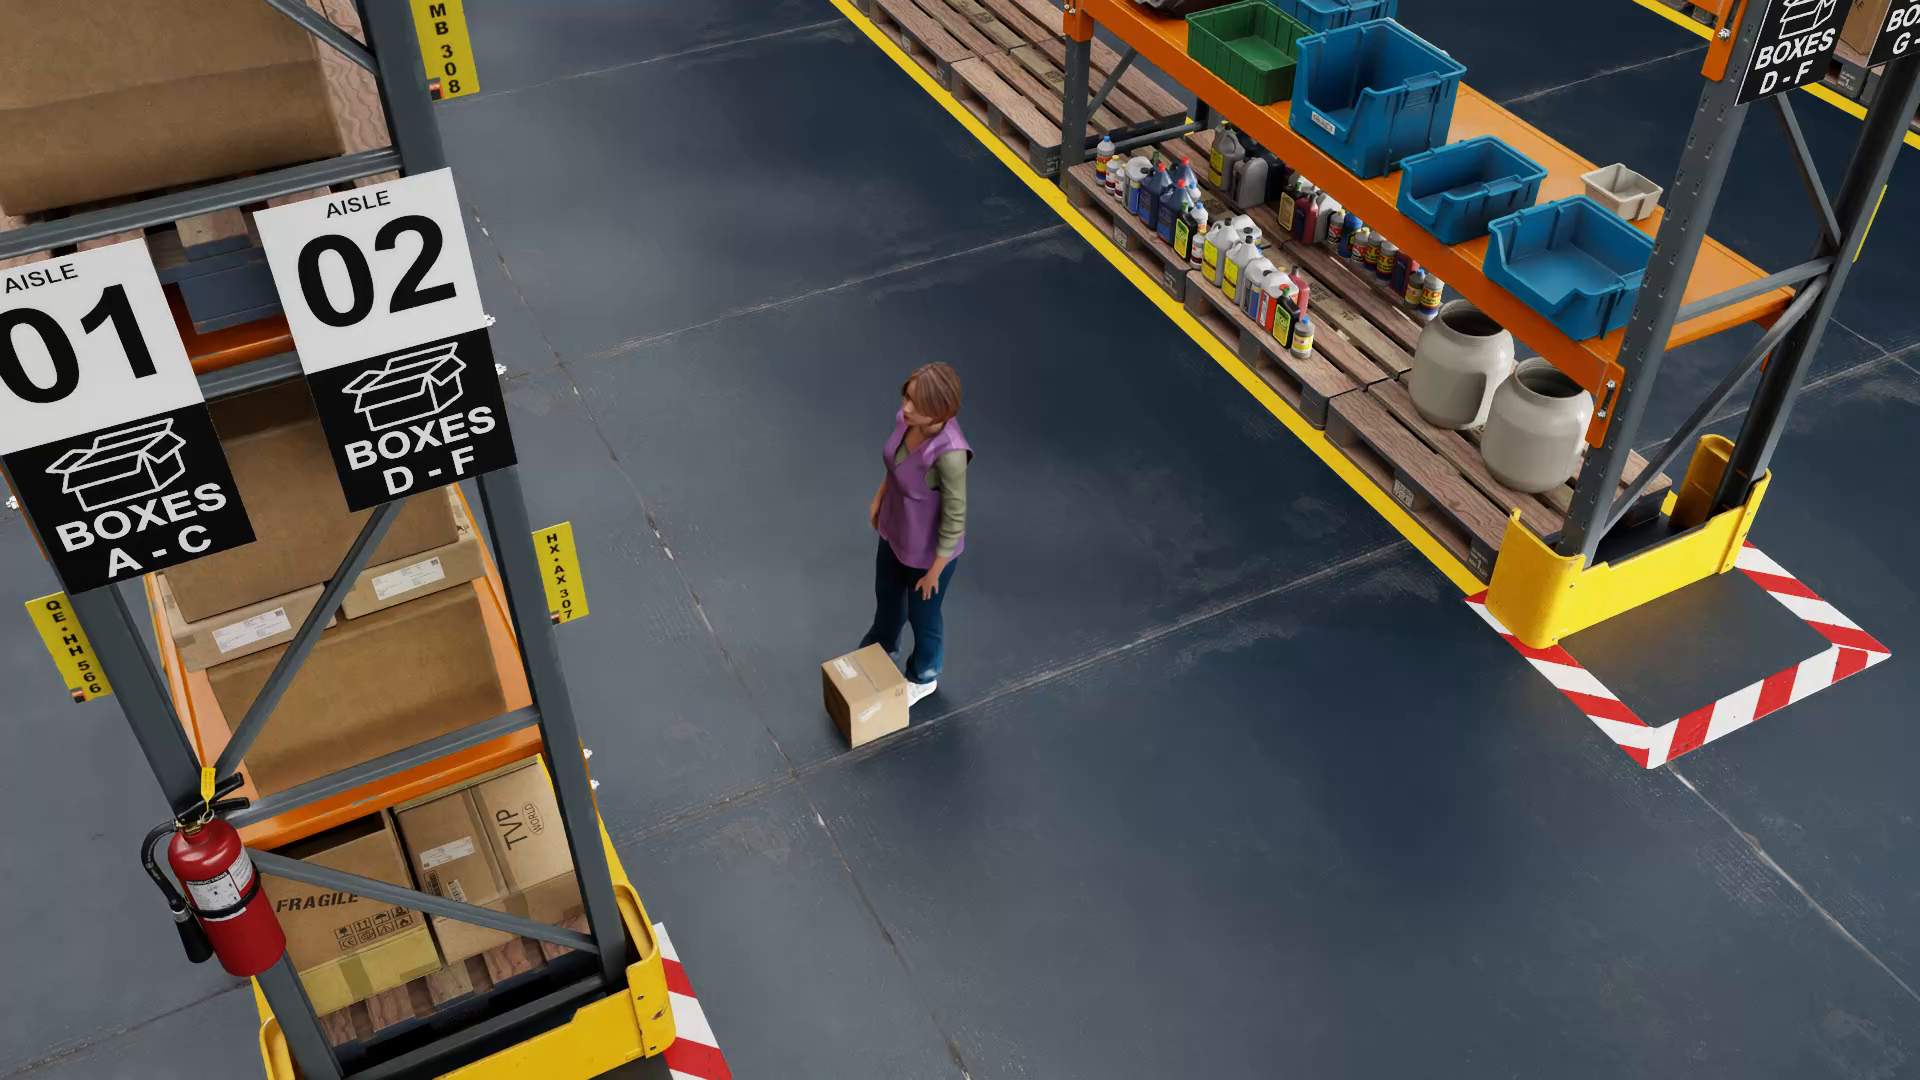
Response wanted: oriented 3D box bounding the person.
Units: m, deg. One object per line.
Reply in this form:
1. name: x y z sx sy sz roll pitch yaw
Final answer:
1. person: -0.222 0.020 6.131 0.474 1.597 0.518 -19 45 -20
